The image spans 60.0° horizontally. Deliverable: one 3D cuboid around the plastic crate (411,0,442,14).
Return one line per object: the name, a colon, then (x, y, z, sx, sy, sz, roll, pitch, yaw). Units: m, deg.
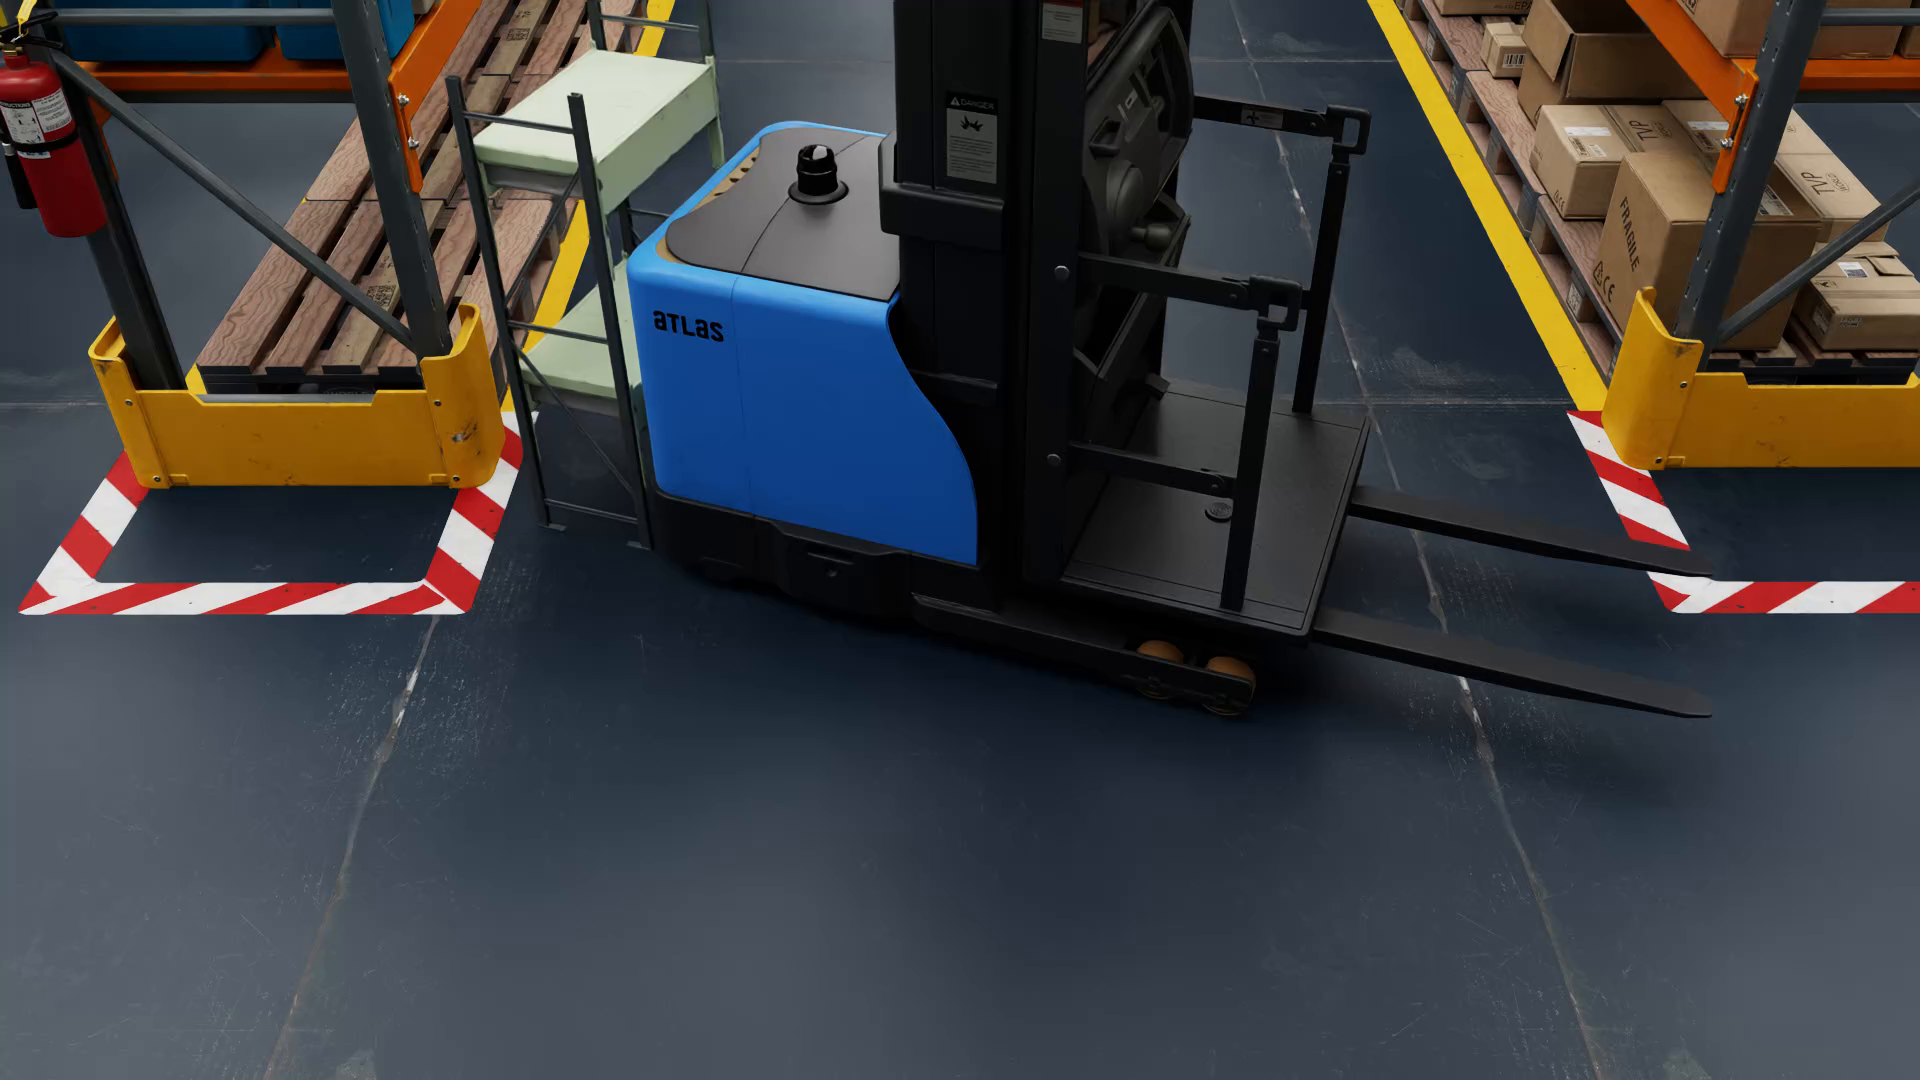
plastic crate: (-1.738, -1.738, 5.183, 0.250, 0.136, 0.298, 0, 39, 0)

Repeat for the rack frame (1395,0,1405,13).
rack frame: (2.800, -3.965, 7.799, 1.000, 3.000, 0.127, 0, 39, 0)

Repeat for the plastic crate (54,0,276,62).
plastic crate: (-2.336, -1.709, 4.907, 0.616, 0.435, 0.499, 0, 39, 0)

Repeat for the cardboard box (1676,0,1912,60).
cardboard box: (2.531, -1.782, 4.996, 0.500, 0.500, 0.500, 1, 39, 1)

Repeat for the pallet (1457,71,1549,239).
pallet: (2.804, -1.682, 7.181, 1.003, 0.211, 1.213, 0, 39, 0)

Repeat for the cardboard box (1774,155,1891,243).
cardboard box: (3.087, -1.215, 6.215, 0.500, 0.250, 0.500, 0, 39, 0)

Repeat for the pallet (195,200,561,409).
pallet: (-2.111, -0.890, 6.192, 1.003, 0.211, 1.213, 0, 39, 0)

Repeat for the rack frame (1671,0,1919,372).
rack frame: (2.804, -1.464, 4.678, 1.000, 3.000, 0.127, 0, 39, 0)

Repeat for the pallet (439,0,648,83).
pallet: (-2.114, -2.416, 8.096, 1.003, 0.211, 1.213, 0, 39, 0)

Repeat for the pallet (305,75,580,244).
pallet: (-2.110, -1.651, 7.141, 1.003, 0.211, 1.213, 0, 39, 0)

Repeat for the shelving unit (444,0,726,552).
shelving unit: (-1.034, -0.810, 5.058, 0.431, 1.500, 0.755, 12, 40, 15)

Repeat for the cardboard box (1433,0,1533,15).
cardboard box: (2.584, -2.825, 8.175, 0.500, 0.311, 0.500, 0, 39, 0)

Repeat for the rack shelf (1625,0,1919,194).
rack shelf: (2.802, -2.434, 6.463, 1.077, 0.370, 4.000, 0, 39, 0)

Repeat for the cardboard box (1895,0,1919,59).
cardboard box: (3.067, -1.780, 4.993, 0.500, 0.500, 0.500, 1, 39, 1)

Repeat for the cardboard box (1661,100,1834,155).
cardboard box: (3.086, -1.528, 6.605, 0.500, 0.250, 0.500, 0, 39, 0)

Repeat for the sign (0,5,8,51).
sign: (-2.699, -1.515, 4.612, 0.100, 0.325, 0.005, 0, 39, 0)

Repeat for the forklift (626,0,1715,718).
forklift: (0.647, -1.031, 4.193, 3.031, 2.935, 1.130, 13, 40, 15)

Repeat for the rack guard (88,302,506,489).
rack guard: (-2.136, -0.472, 5.439, 1.175, 0.500, 0.348, 0, 39, 0)

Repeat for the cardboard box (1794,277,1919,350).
cardboard box: (3.147, -0.785, 5.759, 0.380, 0.149, 0.250, 0, 39, 0)

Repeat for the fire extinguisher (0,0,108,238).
fire extinguisher: (-2.603, -1.192, 4.699, 0.296, 0.674, 0.183, 0, 39, 0)

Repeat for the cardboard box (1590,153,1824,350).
cardboard box: (2.557, -1.000, 5.746, 0.500, 0.500, 0.500, 0, 39, 0)

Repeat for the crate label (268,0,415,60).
crate label: (-1.820, -1.575, 4.903, 0.416, 0.233, 0.303, 0, 39, 0)

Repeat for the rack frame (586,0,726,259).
rack frame: (-0.912, -1.026, 5.328, 0.400, 1.500, 0.023, 12, 40, 15)

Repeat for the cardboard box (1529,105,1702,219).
cardboard box: (2.586, -1.496, 6.565, 0.500, 0.250, 0.500, 0, 39, 0)

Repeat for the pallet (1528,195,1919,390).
pallet: (2.802, -0.921, 6.231, 1.003, 0.211, 1.213, 0, 39, 0)

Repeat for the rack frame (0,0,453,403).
rack frame: (-2.149, -1.462, 4.676, 1.000, 3.000, 0.127, 0, 39, 0)

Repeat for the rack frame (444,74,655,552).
rack frame: (-1.155, -0.595, 4.789, 0.400, 1.500, 0.023, 12, 40, 15)

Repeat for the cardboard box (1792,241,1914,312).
cardboard box: (3.147, -0.948, 5.948, 0.380, 0.166, 0.250, 0, 39, 0)

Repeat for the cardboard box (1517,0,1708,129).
cardboard box: (2.807, -1.988, 6.976, 0.797, 0.503, 0.637, 0, 39, 0)

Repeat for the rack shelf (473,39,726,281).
rack shelf: (-1.037, -1.116, 4.815, 0.431, 0.370, 0.720, 12, 40, 15)

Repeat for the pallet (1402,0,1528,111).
pallet: (2.799, -2.447, 8.135, 1.003, 0.211, 1.213, 0, 39, 0)

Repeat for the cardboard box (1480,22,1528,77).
cardboard box: (2.595, -2.227, 7.545, 0.380, 0.166, 0.250, 0, 39, 0)

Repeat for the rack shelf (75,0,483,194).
rack shelf: (-2.152, -2.432, 6.462, 1.077, 0.370, 4.000, 0, 39, 0)

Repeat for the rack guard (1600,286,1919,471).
rack guard: (2.804, -0.536, 5.519, 1.175, 0.500, 0.348, 0, 39, 0)

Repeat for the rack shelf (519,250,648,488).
rack shelf: (-1.031, -0.555, 5.261, 0.431, 0.370, 0.720, 12, 40, 15)
